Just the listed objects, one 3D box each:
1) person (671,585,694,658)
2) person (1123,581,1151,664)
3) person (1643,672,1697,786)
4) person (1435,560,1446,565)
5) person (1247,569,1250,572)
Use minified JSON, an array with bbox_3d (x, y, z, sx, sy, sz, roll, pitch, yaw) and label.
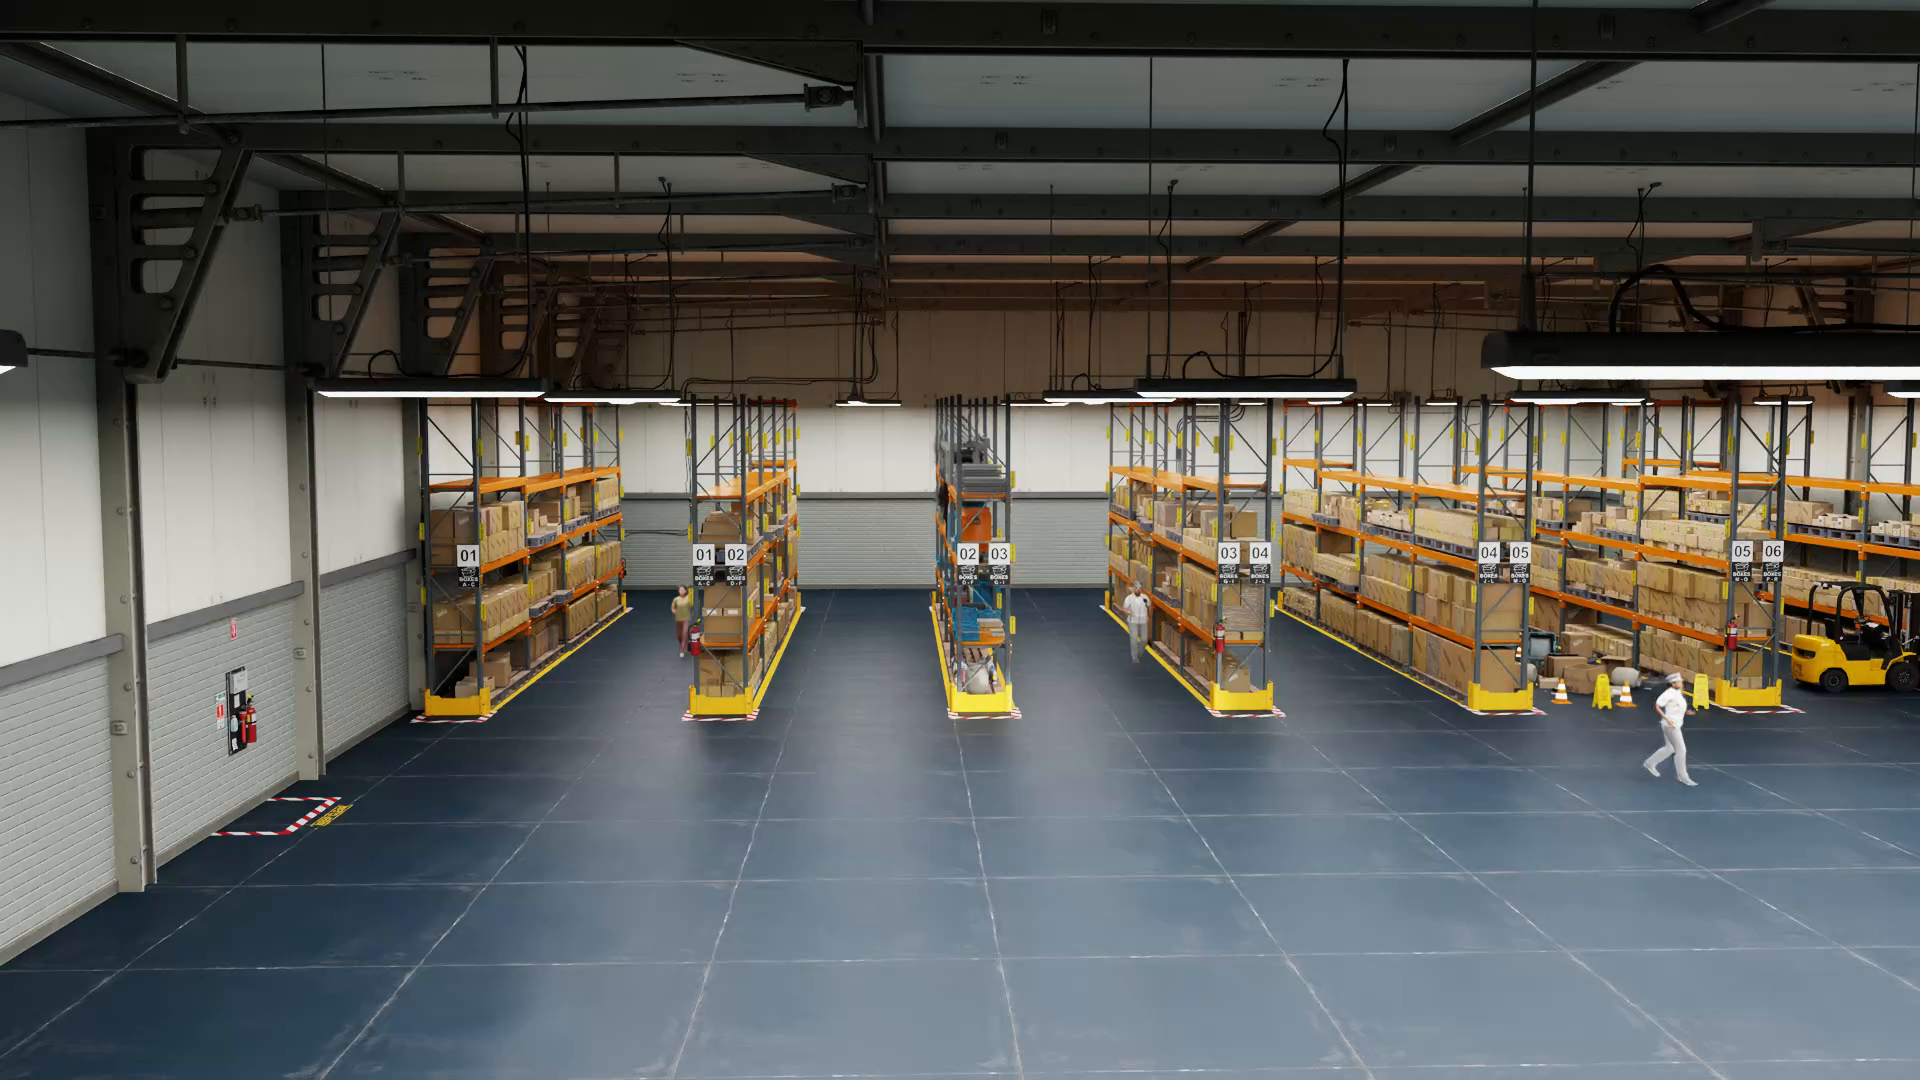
[{"bbox_3d":[-6.407,1.868,38.524,0.592,1.627,0.970,0,4,-2],"label":"person"},{"bbox_3d":[3.821,1.781,35.571,0.653,1.801,0.579,-1,5,-7],"label":"person"},{"bbox_3d":[10.903,2.869,25.506,0.810,1.720,0.574,3,5,35],"label":"person"},{"bbox_3d":[14.312,1.057,49.208,0.768,1.614,0.547,0,5,6],"label":"person"},{"bbox_3d":[8.051,1.341,45.564,0.500,1.575,0.731,0,4,-2],"label":"person"}]
